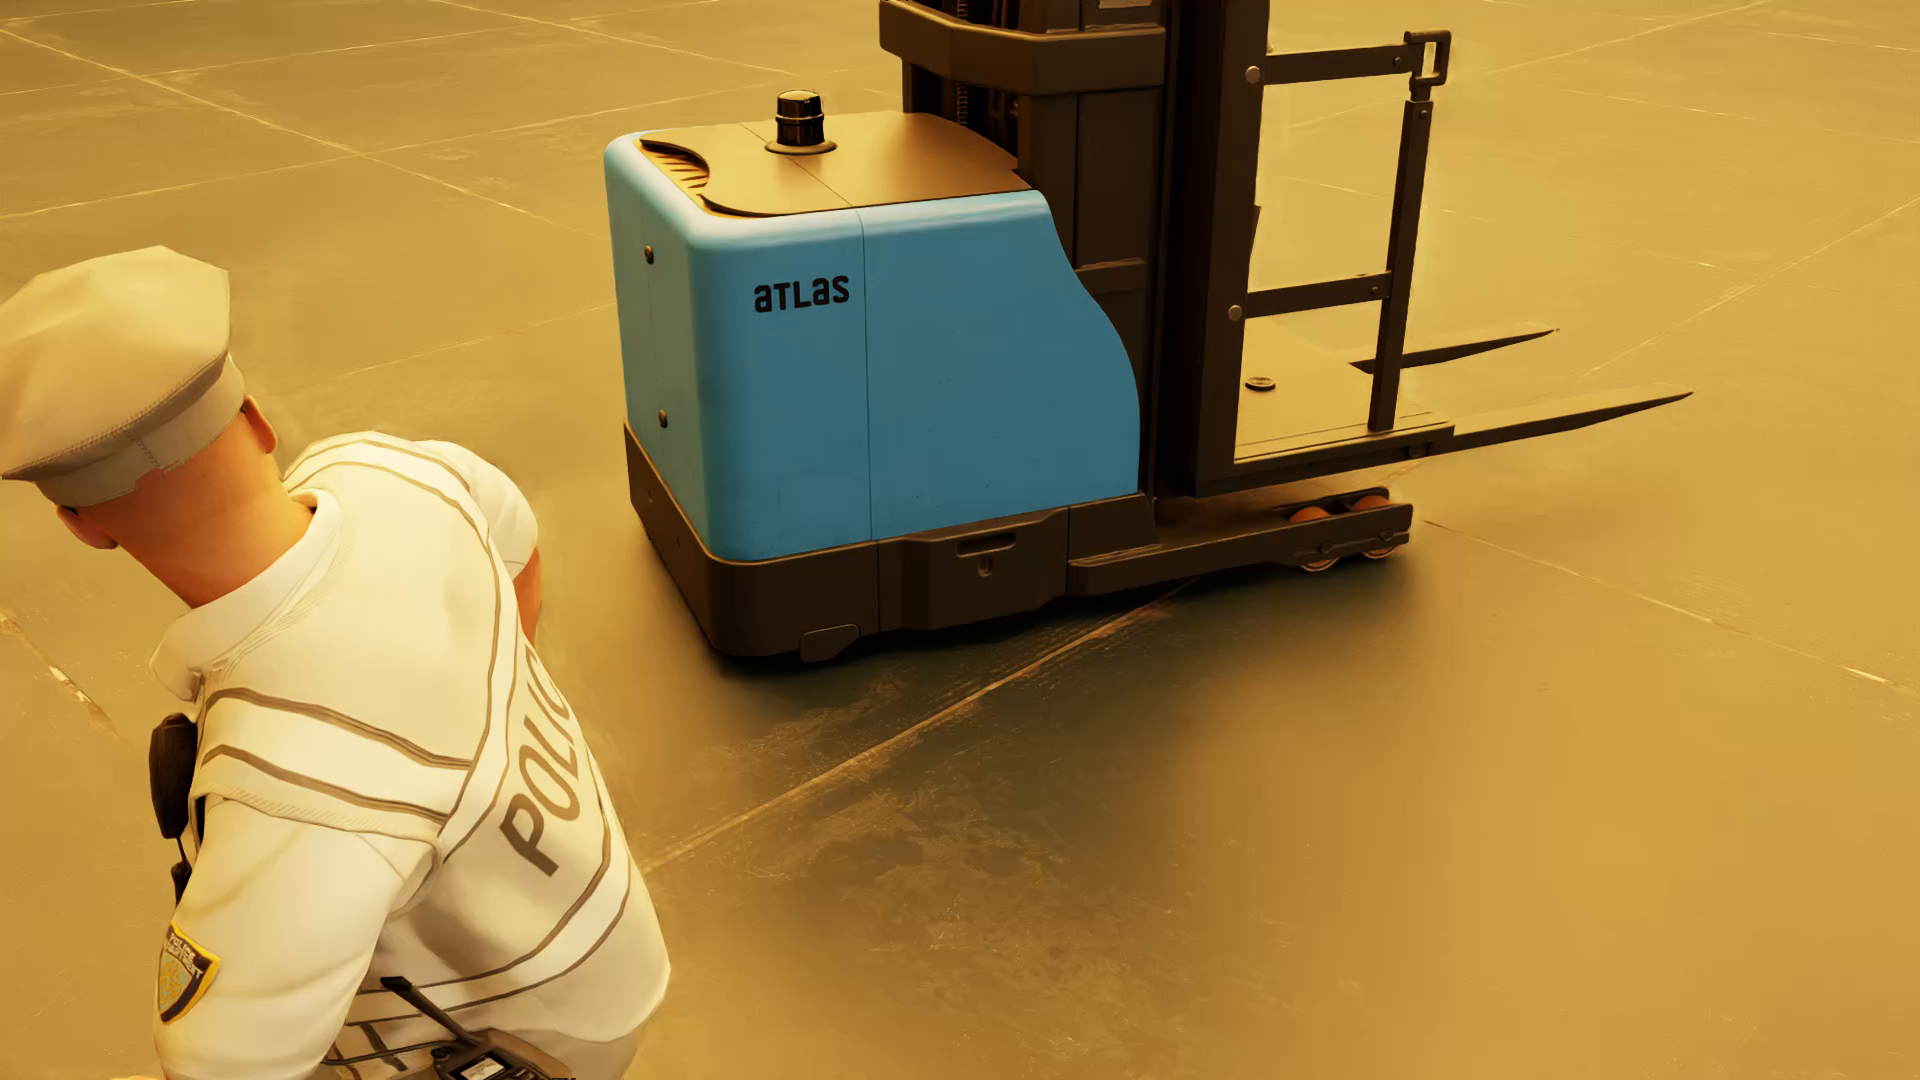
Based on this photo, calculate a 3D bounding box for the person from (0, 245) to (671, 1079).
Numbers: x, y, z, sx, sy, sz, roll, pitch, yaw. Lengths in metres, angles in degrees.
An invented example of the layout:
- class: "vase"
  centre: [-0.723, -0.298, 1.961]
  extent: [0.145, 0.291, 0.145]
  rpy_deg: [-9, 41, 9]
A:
- class: "person"
  centre: [-0.719, 0.482, 1.771]
  extent: [0.800, 1.599, 0.784]
  rpy_deg: [-12, 29, -23]

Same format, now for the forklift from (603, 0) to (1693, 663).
- class: "forklift"
  centre: [0.655, -1.436, 4.142]
  extent: [3.031, 2.935, 1.130]
  rpy_deg: [-10, 28, -20]
